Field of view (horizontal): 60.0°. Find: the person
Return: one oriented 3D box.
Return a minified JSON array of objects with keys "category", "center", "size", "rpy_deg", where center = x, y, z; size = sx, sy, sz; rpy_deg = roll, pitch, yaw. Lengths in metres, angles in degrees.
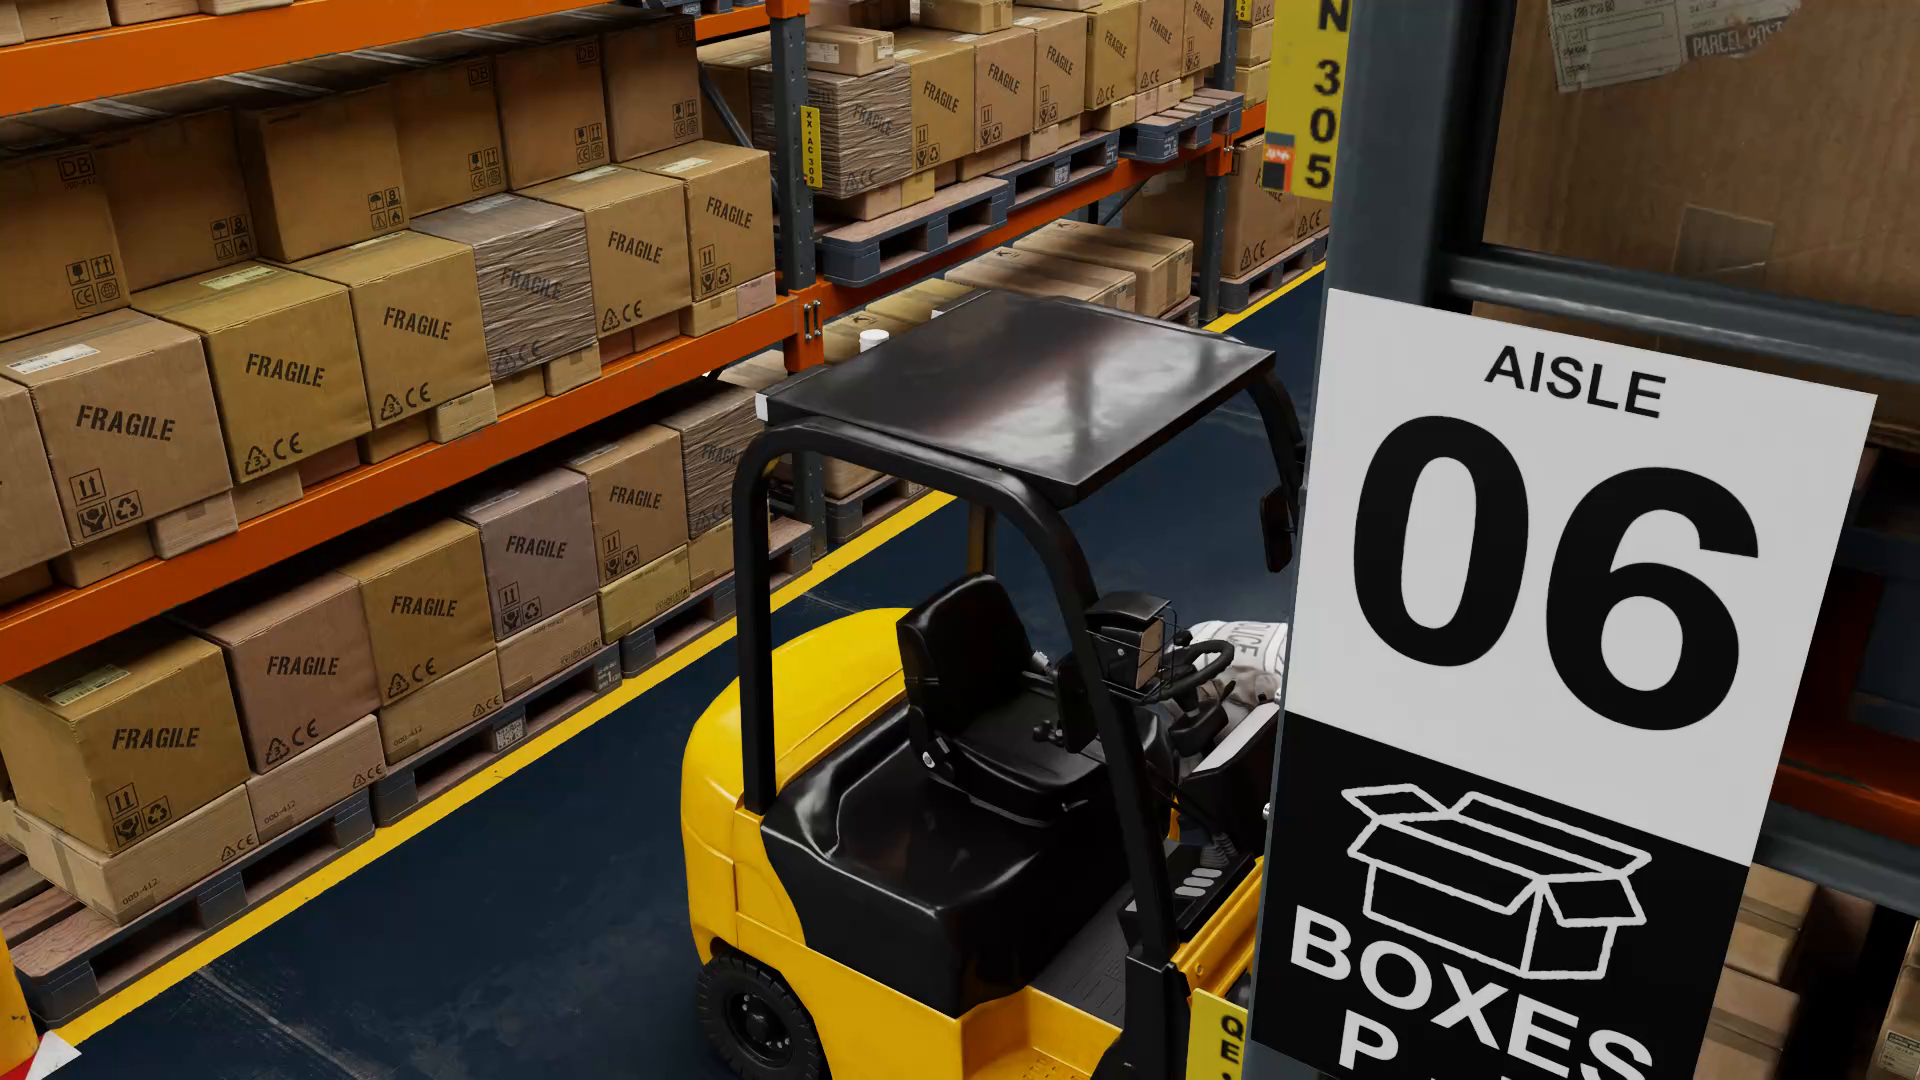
[{"category":"person","center":[1.129,0.621,5.932],"size":[0.902,0.808,0.462],"rpy_deg":[17,32,29]}]
